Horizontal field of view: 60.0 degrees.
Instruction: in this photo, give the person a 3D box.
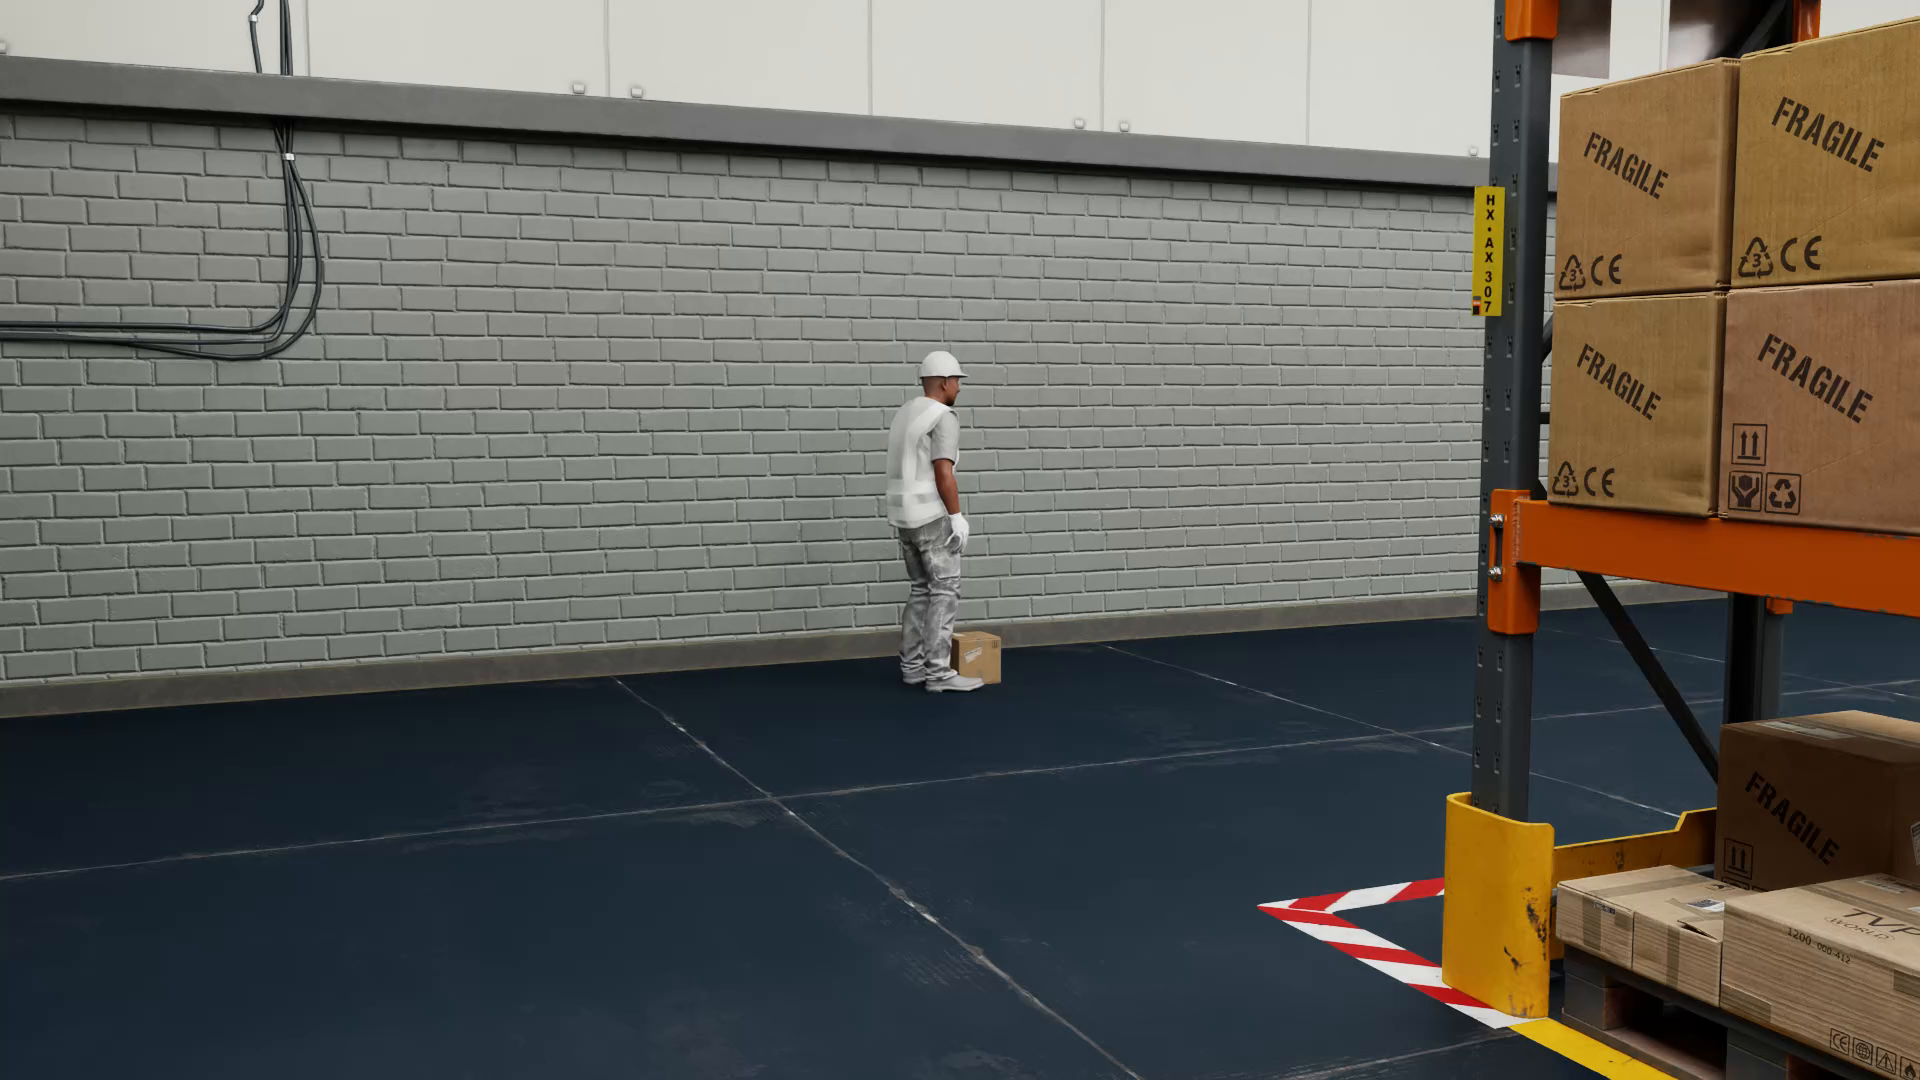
[{"bbox_3d":[-0.148,-0.106,8.793,0.450,1.772,0.619,-3,6,-27],"label":"person"}]
